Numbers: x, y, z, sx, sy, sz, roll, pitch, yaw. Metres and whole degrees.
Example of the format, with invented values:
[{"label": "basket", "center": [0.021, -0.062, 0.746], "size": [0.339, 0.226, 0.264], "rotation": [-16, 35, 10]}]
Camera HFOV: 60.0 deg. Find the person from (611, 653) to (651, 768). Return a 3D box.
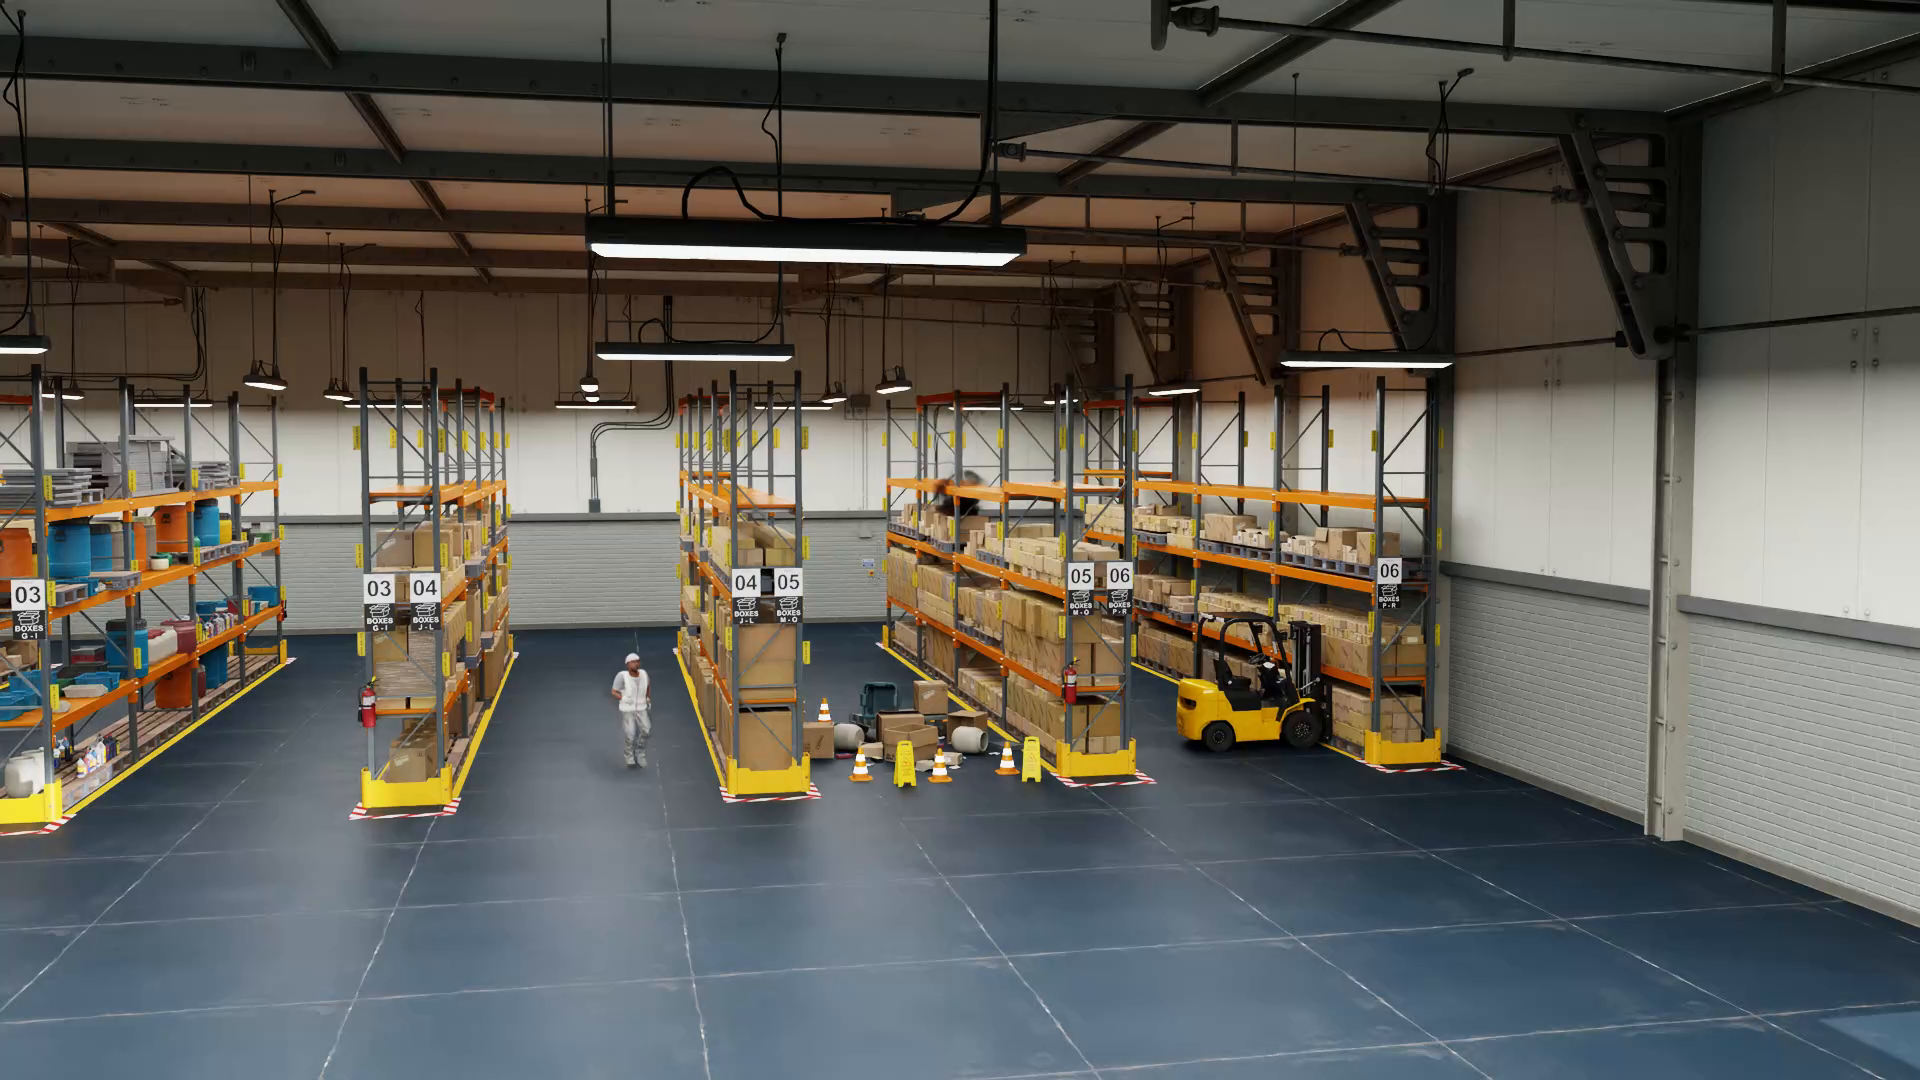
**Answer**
[{"label": "person", "center": [-4.969, 2.612, 25.377], "size": [0.682, 1.770, 0.651], "rotation": [-2, 4, -30]}]
